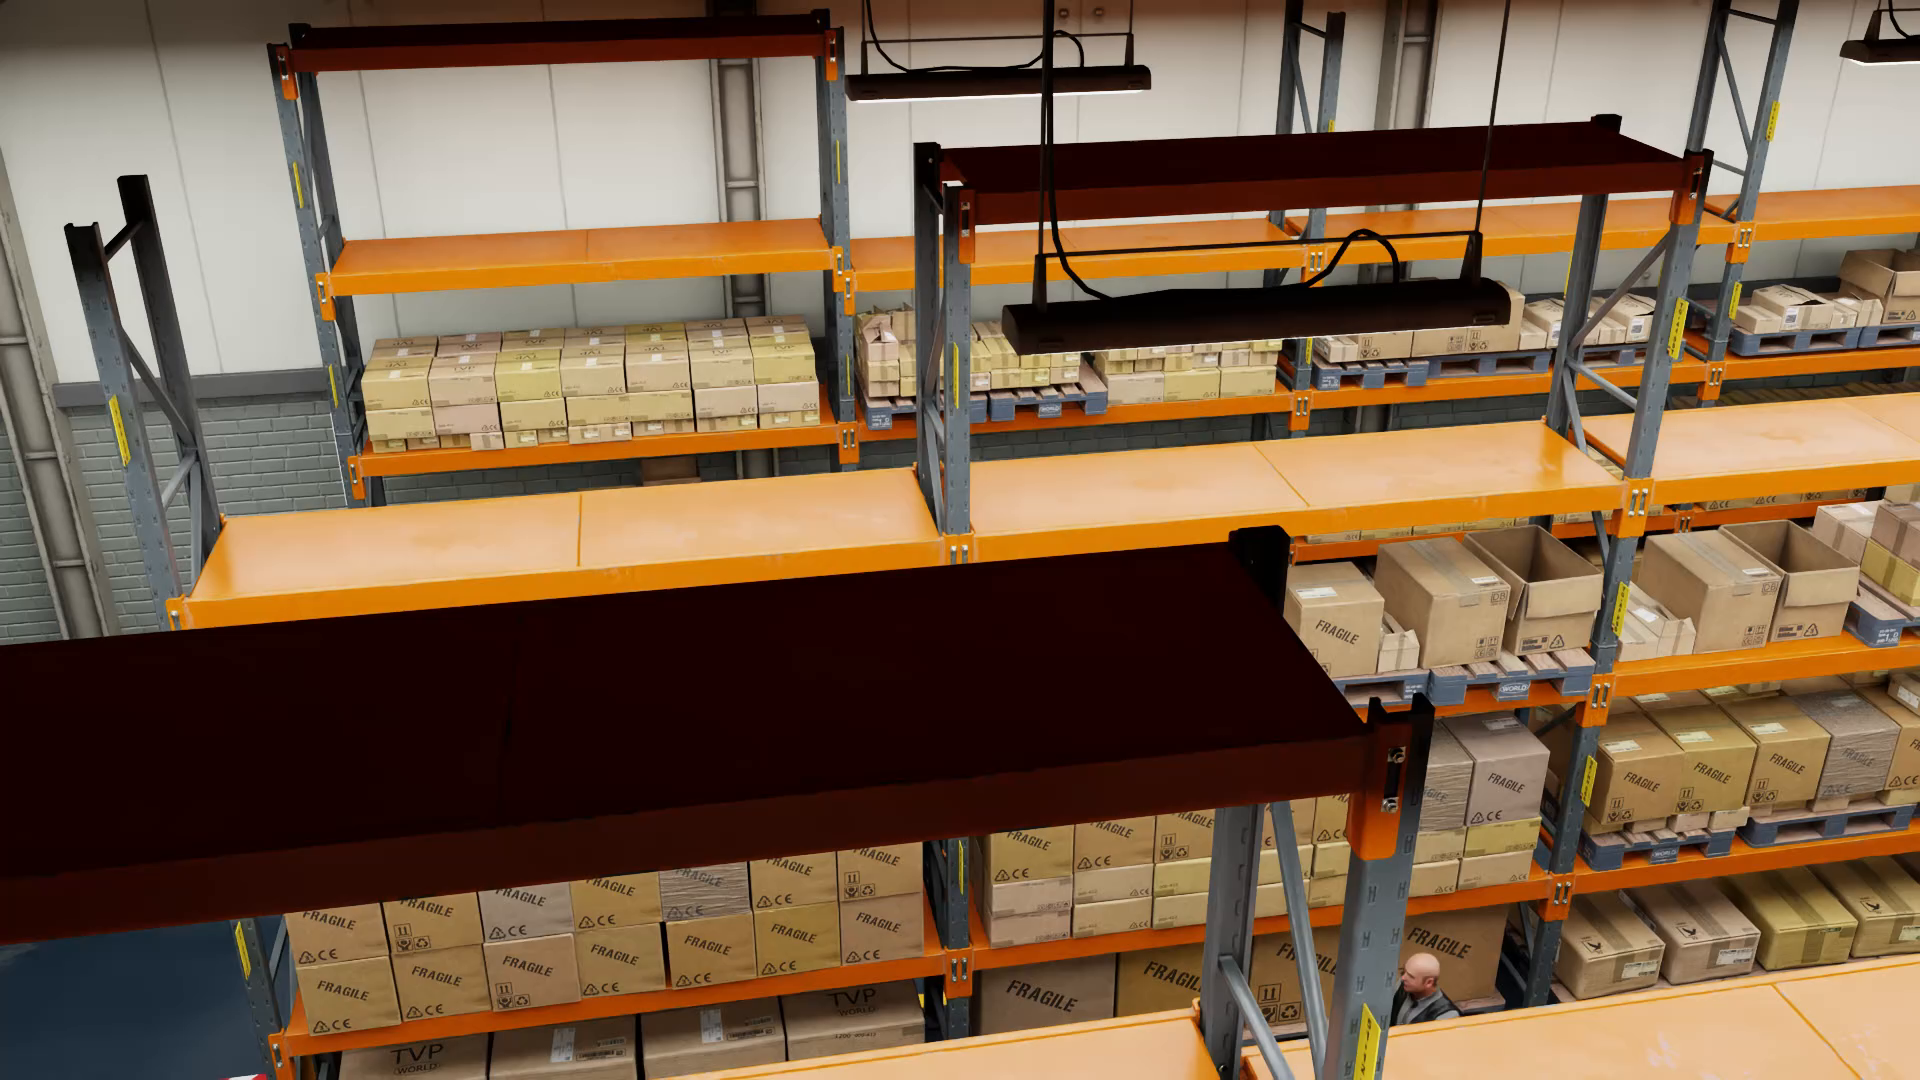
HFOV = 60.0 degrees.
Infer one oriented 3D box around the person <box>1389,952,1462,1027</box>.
[{"bbox_3d":[2.723,3.149,9.793,0.464,1.718,0.569,-9,27,-19],"label":"person"}]
